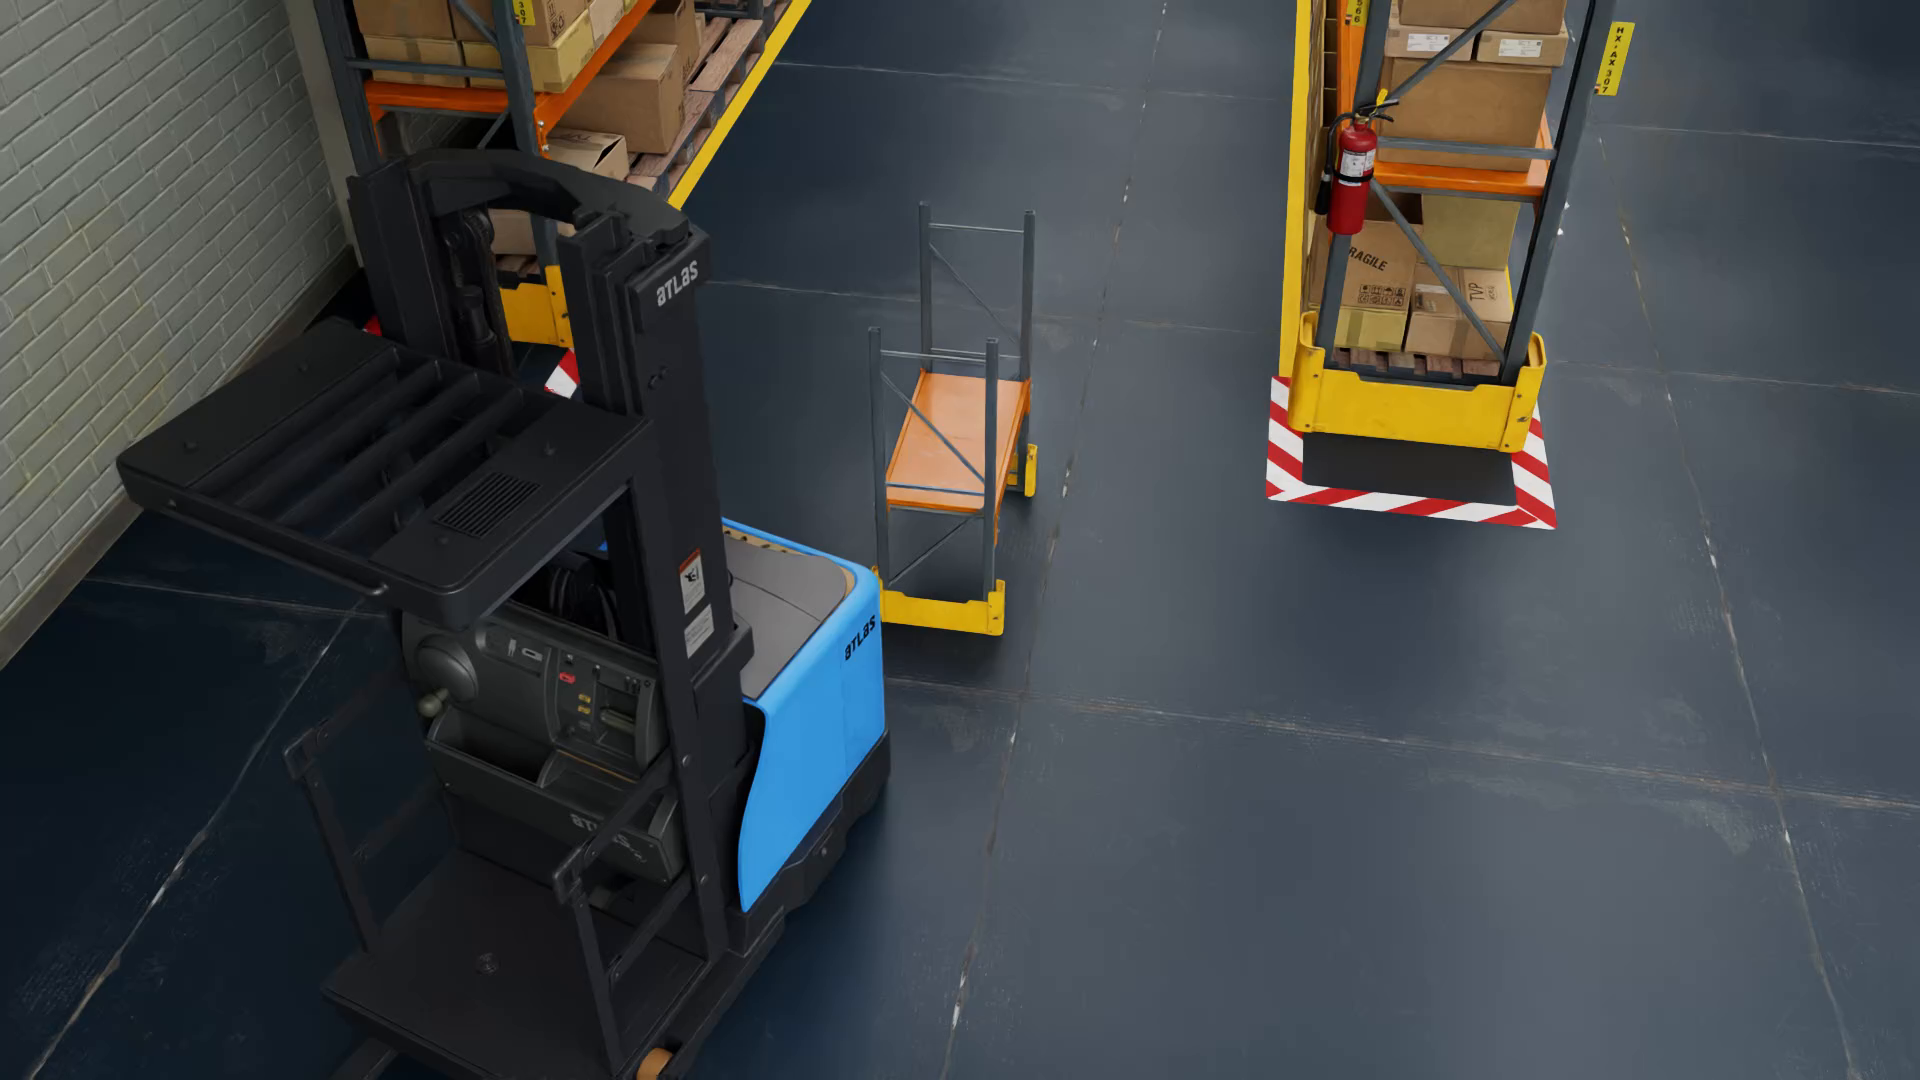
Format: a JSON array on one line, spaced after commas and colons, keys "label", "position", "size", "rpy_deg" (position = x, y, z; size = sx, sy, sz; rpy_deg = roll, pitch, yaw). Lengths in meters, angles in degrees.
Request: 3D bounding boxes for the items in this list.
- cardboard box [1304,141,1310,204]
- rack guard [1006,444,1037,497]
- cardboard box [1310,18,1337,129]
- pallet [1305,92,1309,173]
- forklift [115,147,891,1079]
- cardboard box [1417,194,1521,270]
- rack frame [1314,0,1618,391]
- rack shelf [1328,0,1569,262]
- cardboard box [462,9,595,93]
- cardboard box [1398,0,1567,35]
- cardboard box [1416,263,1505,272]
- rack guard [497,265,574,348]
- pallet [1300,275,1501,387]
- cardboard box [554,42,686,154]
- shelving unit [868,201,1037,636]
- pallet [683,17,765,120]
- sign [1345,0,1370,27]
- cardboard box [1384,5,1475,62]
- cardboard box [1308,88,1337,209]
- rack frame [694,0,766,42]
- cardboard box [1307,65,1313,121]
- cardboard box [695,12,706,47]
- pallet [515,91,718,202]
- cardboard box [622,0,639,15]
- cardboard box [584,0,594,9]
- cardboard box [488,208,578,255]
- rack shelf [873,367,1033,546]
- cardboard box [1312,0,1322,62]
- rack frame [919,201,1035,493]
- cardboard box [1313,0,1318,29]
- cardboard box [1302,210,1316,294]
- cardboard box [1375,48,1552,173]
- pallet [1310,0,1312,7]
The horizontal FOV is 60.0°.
[{"label": "cardboard box", "position": [2.316, -2.185, 9.868], "size": [0.500, 0.250, 0.500], "rpy_deg": [6, 40, 8]}, {"label": "rack guard", "position": [0.073, -0.361, 7.991], "size": [0.587, 0.250, 0.087], "rpy_deg": [6, 40, 8]}, {"label": "cardboard box", "position": [2.398, -2.789, 10.009], "size": [0.500, 0.500, 0.500], "rpy_deg": [6, 40, 8]}, {"label": "pallet", "position": [2.780, -2.713, 10.865], "size": [1.003, 0.211, 1.213], "rpy_deg": [6, 40, 8]}, {"label": "forklift", "position": [-1.398, 0.500, 4.846], "size": [1.130, 2.935, 3.031], "rpy_deg": [18, 43, 21]}, {"label": "cardboard box", "position": [2.663, -1.789, 8.799], "size": [0.500, 0.500, 0.500], "rpy_deg": [6, 40, 8]}, {"label": "rack frame", "position": [2.267, -1.771, 7.538], "size": [1.000, 3.000, 0.127], "rpy_deg": [6, 40, 8]}, {"label": "rack shelf", "position": [2.613, -2.749, 9.286], "size": [1.077, 0.370, 4.000], "rpy_deg": [6, 40, 8]}, {"label": "cardboard box", "position": [-2.215, -2.536, 8.566], "size": [0.500, 0.250, 0.500], "rpy_deg": [5, 40, 6]}, {"label": "cardboard box", "position": [2.369, -2.635, 7.486], "size": [0.700, 0.500, 0.500], "rpy_deg": [7, 40, 8]}, {"label": "cardboard box", "position": [2.662, -1.500, 9.038], "size": [0.500, 0.250, 0.500], "rpy_deg": [6, 40, 8]}, {"label": "rack guard", "position": [-2.600, -1.400, 9.050], "size": [1.175, 0.500, 0.348], "rpy_deg": [6, 40, 8]}, {"label": "pallet", "position": [2.358, -1.181, 9.013], "size": [1.003, 0.211, 1.213], "rpy_deg": [6, 40, 8]}, {"label": "cardboard box", "position": [-2.129, -2.758, 10.349], "size": [0.700, 0.500, 0.500], "rpy_deg": [4, 40, 5]}, {"label": "shelving unit", "position": [-0.013, -0.530, 7.214], "size": [0.587, 1.500, 1.083], "rpy_deg": [6, 40, 8]}, {"label": "pallet", "position": [-2.002, -3.326, 11.607], "size": [1.003, 0.211, 1.213], "rpy_deg": [6, 40, 8]}, {"label": "sign", "position": [1.735, -2.377, 7.177], "size": [0.100, 0.325, 0.005], "rpy_deg": [6, 40, 8]}, {"label": "cardboard box", "position": [2.145, -2.321, 7.615], "size": [0.380, 0.149, 0.250], "rpy_deg": [6, 40, 7]}, {"label": "cardboard box", "position": [2.225, -2.161, 9.250], "size": [0.500, 0.500, 0.500], "rpy_deg": [6, 40, 8]}, {"label": "rack frame", "position": [-1.920, -4.826, 11.233], "size": [1.000, 3.000, 0.127], "rpy_deg": [6, 40, 8]}, {"label": "cardboard box", "position": [2.489, -2.813, 10.627], "size": [0.500, 0.250, 0.500], "rpy_deg": [6, 40, 8]}, {"label": "cardboard box", "position": [-1.983, -3.564, 11.585], "size": [0.380, 0.166, 0.250], "rpy_deg": [2, 40, 2]}, {"label": "pallet", "position": [-2.211, -2.558, 10.678], "size": [1.003, 0.211, 1.213], "rpy_deg": [6, 40, 8]}, {"label": "cardboard box", "position": [-2.046, -3.183, 9.348], "size": [0.500, 0.250, 0.500], "rpy_deg": [6, 40, 7]}, {"label": "cardboard box", "position": [-2.139, -3.130, 8.695], "size": [0.500, 0.500, 0.500], "rpy_deg": [7, 40, 8]}, {"label": "cardboard box", "position": [-2.404, -1.873, 9.426], "size": [0.500, 0.311, 0.500], "rpy_deg": [2, 40, 3]}, {"label": "rack shelf", "position": [-0.015, -0.386, 7.322], "size": [0.538, 0.185, 1.000], "rpy_deg": [6, 40, 8]}, {"label": "cardboard box", "position": [2.571, -3.416, 10.768], "size": [0.500, 0.500, 0.500], "rpy_deg": [6, 40, 8]}, {"label": "rack frame", "position": [0.073, -0.844, 7.593], "size": [0.500, 1.500, 0.032], "rpy_deg": [6, 40, 8]}, {"label": "cardboard box", "position": [2.745, -3.676, 11.671], "size": [0.500, 0.250, 0.500], "rpy_deg": [6, 40, 7]}, {"label": "cardboard box", "position": [2.143, -1.558, 9.108], "size": [0.500, 0.250, 0.500], "rpy_deg": [6, 40, 8]}, {"label": "cardboard box", "position": [2.360, -2.102, 7.859], "size": [0.700, 0.500, 0.500], "rpy_deg": [6, 40, 8]}, {"label": "pallet", "position": [3.257, -4.442, 12.957], "size": [1.003, 0.211, 1.213], "rpy_deg": [6, 40, 8]}]
